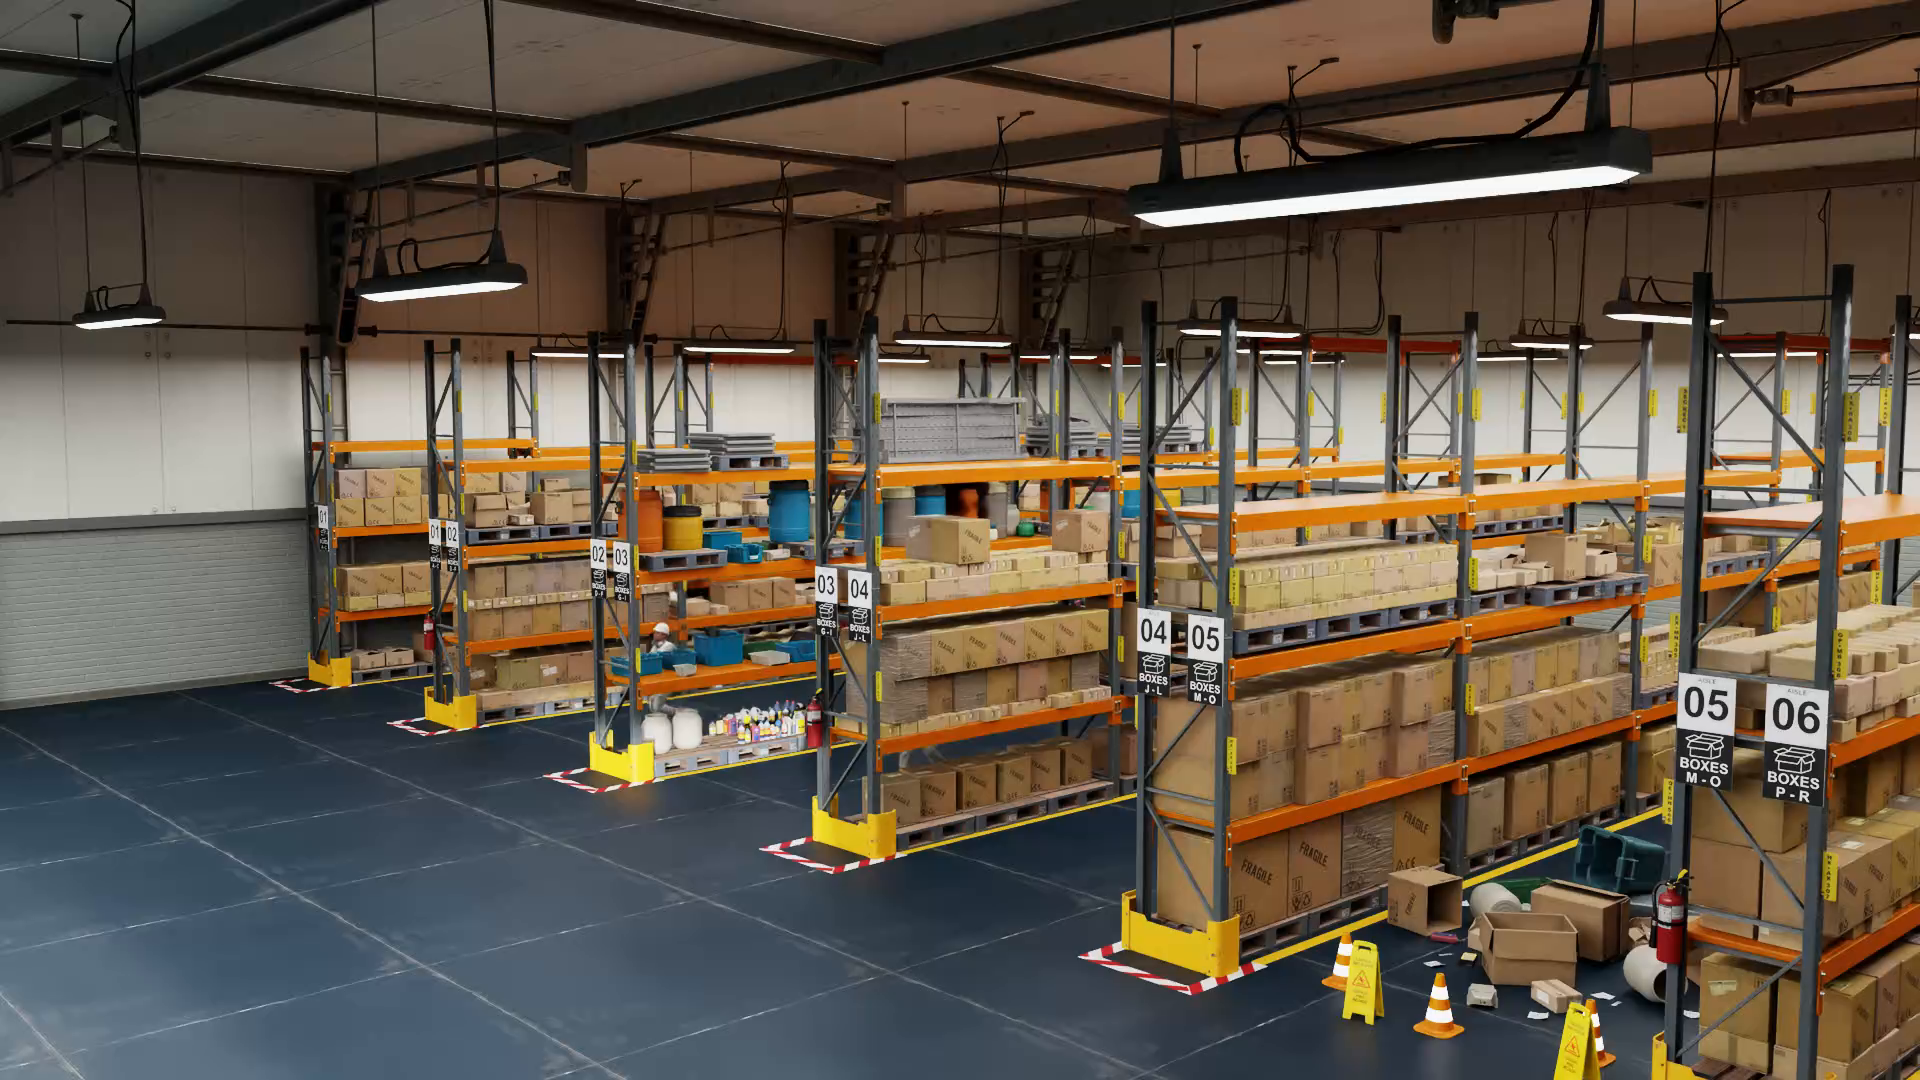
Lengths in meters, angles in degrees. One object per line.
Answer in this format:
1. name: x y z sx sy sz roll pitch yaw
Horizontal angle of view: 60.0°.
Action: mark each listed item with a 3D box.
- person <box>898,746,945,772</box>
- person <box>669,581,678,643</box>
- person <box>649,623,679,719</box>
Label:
1. person: -0.547 2.391 21.788 0.564 1.655 0.969 4 6 36
2. person: -5.478 1.549 31.374 0.565 1.725 0.824 4 7 39
3. person: -4.458 2.107 25.003 0.599 1.731 0.692 -5 7 -44
